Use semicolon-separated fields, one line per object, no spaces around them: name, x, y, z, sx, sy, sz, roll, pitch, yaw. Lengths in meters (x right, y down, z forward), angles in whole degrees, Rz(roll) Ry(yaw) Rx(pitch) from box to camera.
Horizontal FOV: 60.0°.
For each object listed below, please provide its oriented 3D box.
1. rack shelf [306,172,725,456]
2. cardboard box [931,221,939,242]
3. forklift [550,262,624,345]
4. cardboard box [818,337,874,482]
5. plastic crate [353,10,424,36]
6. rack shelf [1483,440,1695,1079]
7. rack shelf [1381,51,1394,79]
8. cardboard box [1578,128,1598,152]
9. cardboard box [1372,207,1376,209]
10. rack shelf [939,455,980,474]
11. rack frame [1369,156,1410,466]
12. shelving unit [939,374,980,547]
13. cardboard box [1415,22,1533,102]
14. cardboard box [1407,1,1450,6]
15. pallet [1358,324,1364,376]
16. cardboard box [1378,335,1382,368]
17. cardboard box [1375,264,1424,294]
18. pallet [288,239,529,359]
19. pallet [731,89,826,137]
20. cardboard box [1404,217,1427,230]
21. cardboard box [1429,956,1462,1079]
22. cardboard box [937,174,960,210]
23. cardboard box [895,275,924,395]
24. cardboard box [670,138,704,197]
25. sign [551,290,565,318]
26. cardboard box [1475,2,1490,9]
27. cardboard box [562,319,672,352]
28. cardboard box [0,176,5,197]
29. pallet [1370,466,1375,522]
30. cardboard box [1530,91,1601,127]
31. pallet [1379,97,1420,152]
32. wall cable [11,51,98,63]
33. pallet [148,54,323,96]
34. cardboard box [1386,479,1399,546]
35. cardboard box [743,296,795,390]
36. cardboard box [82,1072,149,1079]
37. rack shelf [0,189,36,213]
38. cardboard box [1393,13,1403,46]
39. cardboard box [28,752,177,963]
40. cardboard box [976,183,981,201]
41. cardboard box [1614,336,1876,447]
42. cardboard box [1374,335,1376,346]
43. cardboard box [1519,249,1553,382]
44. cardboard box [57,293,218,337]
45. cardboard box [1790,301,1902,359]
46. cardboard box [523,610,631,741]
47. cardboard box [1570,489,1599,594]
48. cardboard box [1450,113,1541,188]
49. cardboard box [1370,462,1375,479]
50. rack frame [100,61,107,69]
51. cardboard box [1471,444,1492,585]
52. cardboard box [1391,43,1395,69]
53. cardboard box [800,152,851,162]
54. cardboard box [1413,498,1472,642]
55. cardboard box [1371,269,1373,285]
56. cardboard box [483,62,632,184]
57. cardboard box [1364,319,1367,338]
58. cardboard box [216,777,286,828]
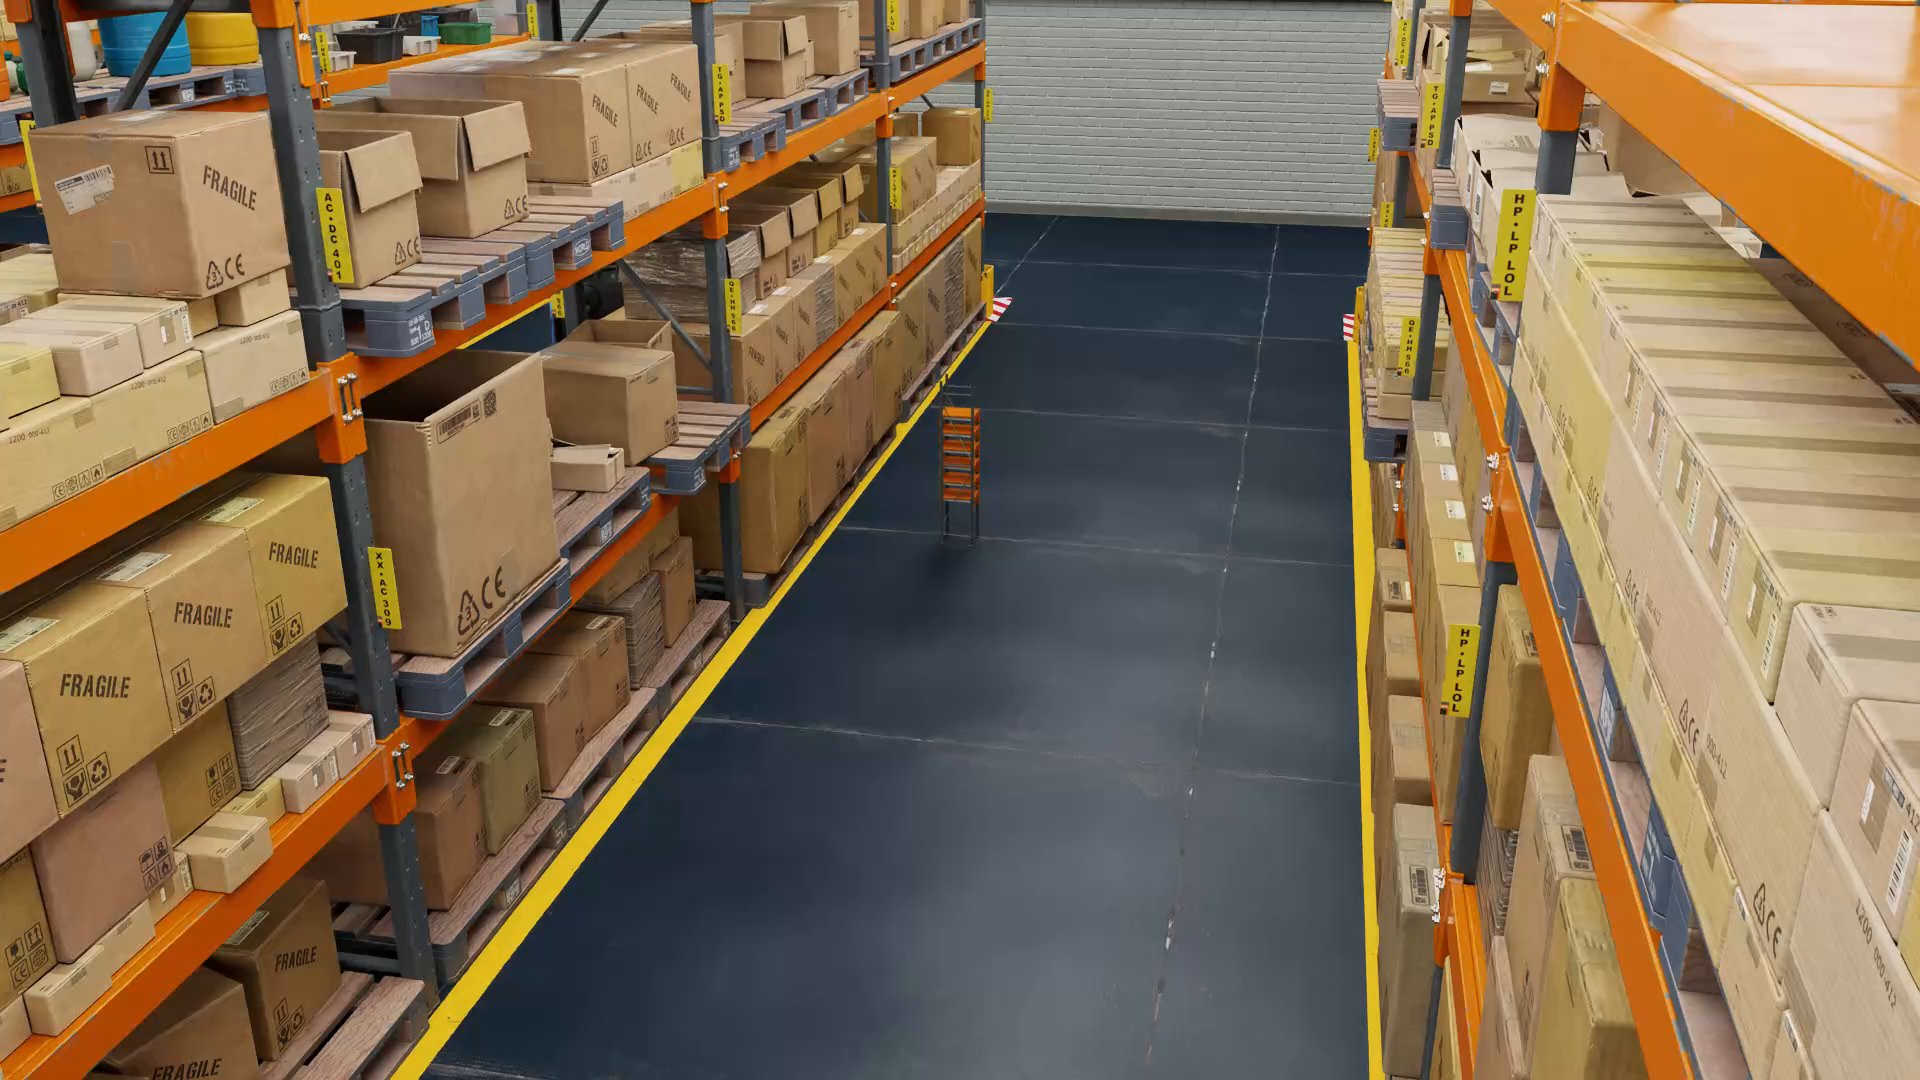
rack shelf;-2.283;-1.245;7.876;1.077;0.370;4.000;4;22;11
cardboard box;-0.408;-2.822;15.181;0.380;0.149;0.250;5;22;12
forklift;-2.566;-1.932;12.727;1.130;2.935;3.031;-6;23;-15
cardboard box;-1.351;-1.028;12.673;1.225;0.875;0.875;4;22;9
plastic crate;-5.672;-5.047;16.437;0.504;0.338;0.767;4;22;11
rack shelf;1.736;0.633;3.214;1.077;0.370;4.000;4;22;11
rack shelf;4.185;-3.755;14.111;1.077;0.370;4.000;4;22;11
cardboard box;3.041;-1.689;7.441;0.500;0.311;0.500;4;22;11
cardboard box;4.206;-3.219;16.167;0.380;0.149;0.250;4;22;10
rack shelf;-0.003;-0.510;11.633;0.258;0.103;0.180;4;22;11
rack frame;3.777;-1.966;12.720;1.000;3.000;0.127;4;22;11
shelving unit;-0.003;-0.551;11.616;0.258;1.200;0.189;4;22;11
cardboard box;3.333;-3.045;10.684;0.797;0.503;0.637;4;22;10
cardboard box;3.778;-4.222;13.304;0.380;0.149;0.250;4;22;9
pallet;4.377;-1.813;16.074;1.003;0.211;1.213;4;22;11
cardboard box;2.719;-1.129;10.018;0.380;0.149;0.250;5;22;12
cardboard box;2.983;-1.738;11.133;0.380;0.149;0.250;5;23;13
pallet;-2.461;-0.977;6.501;1.213;0.211;1.003;4;22;11
pallet;-1.570;-2.871;11.204;1.003;0.211;1.213;6;23;13
cardboard box;3.599;-2.349;13.139;0.500;0.500;0.500;4;22;11
cardboard box;1.947;1.975;5.216;0.875;0.875;0.875;5;22;12
cardboard box;-0.289;-3.343;15.943;0.500;0.250;0.500;4;22;9
cardboard box;-0.845;-1.826;14.654;0.875;0.875;0.875;4;22;11
cardboard box;-1.732;-2.048;9.108;0.500;0.250;0.500;5;22;11
sign;-2.419;-1.497;10.004;0.100;0.325;0.005;4;22;11
cardboard box;4.287;-4.174;13.184;0.380;0.149;0.250;4;22;9
cardboard box;-1.946;-0.959;9.524;0.500;0.500;0.500;2;22;4
cardboard box;-10.179;-3.720;16.941;0.500;0.500;0.500;4;22;11
pallet;3.619;-0.388;12.534;1.003;0.211;1.213;4;22;11
cardboard box;3.337;-2.130;8.977;0.500;0.500;0.500;4;22;11
pallet;3.338;-2.673;10.712;1.213;0.211;1.003;4;22;11
wall cable;-13.286;-8.361;24.724;3.097;2.526;0.112;4;22;11
pallet;-5.971;-3.768;13.433;1.213;0.211;1.003;4;22;11
cardboard box;2.843;-0.157;10.007;0.500;0.250;0.500;4;22;10
cardboard box;-1.406;-1.311;10.959;0.500;0.500;0.500;4;22;9
cardboard box;-2.971;2.096;5.419;0.500;0.500;0.500;2;22;6
rack shelf;-10.347;-3.536;17.580;1.077;0.370;4.000;4;22;11
cardboard box;3.927;-4.282;13.987;0.500;0.250;0.500;4;22;9
cardboard box;-2.983;0.891;5.095;0.875;0.500;0.500;4;22;11
cardboard box;0.007;-3.572;17.044;0.380;0.149;0.250;5;22;12
cardboard box;1.427;-0.263;3.048;0.380;0.149;0.250;4;22;11
cardboard box;2.878;-1.266;10.755;0.380;0.149;0.250;5;23;13
cardboard box;1.770;-0.584;4.380;0.500;0.250;0.500;5;22;11
cardboard box;-2.618;-0.731;5.304;0.380;0.149;0.250;5;22;12
cardboard box;2.192;-0.357;3.816;0.500;0.250;0.500;4;22;11
cardboard box;-2.201;0.695;8.869;0.700;0.500;0.500;6;23;15
cardboard box;1.479;0.017;3.422;0.380;0.149;0.250;4;22;11
cardboard box;2.597;-1.847;7.831;0.500;0.311;0.500;4;22;11
cardboard box;3.366;-0.751;12.488;0.500;0.500;0.500;5;23;13
rack frame;-9.939;-4.601;19.262;1.000;3.000;0.127;4;22;11
cardboard box;2.446;-0.106;6.629;0.700;0.500;0.500;5;22;11
cardboard box;4.047;-4.225;14.513;0.500;0.250;0.500;4;22;9
cardboard box;-1.226;-2.986;14.051;0.500;0.500;0.500;5;22;12
cardboard box;2.296;0.147;7.341;0.500;0.500;0.500;4;22;10
cardboard box;3.143;-1.884;11.892;0.380;0.149;0.250;5;22;12
cardboard box;-1.937;-2.026;8.051;0.500;0.500;0.500;5;22;12
cardboard box;4.002;-1.990;15.635;0.380;0.149;0.250;5;23;13
cardboard box;-2.617;0.940;5.841;0.380;0.149;0.250;4;22;11
